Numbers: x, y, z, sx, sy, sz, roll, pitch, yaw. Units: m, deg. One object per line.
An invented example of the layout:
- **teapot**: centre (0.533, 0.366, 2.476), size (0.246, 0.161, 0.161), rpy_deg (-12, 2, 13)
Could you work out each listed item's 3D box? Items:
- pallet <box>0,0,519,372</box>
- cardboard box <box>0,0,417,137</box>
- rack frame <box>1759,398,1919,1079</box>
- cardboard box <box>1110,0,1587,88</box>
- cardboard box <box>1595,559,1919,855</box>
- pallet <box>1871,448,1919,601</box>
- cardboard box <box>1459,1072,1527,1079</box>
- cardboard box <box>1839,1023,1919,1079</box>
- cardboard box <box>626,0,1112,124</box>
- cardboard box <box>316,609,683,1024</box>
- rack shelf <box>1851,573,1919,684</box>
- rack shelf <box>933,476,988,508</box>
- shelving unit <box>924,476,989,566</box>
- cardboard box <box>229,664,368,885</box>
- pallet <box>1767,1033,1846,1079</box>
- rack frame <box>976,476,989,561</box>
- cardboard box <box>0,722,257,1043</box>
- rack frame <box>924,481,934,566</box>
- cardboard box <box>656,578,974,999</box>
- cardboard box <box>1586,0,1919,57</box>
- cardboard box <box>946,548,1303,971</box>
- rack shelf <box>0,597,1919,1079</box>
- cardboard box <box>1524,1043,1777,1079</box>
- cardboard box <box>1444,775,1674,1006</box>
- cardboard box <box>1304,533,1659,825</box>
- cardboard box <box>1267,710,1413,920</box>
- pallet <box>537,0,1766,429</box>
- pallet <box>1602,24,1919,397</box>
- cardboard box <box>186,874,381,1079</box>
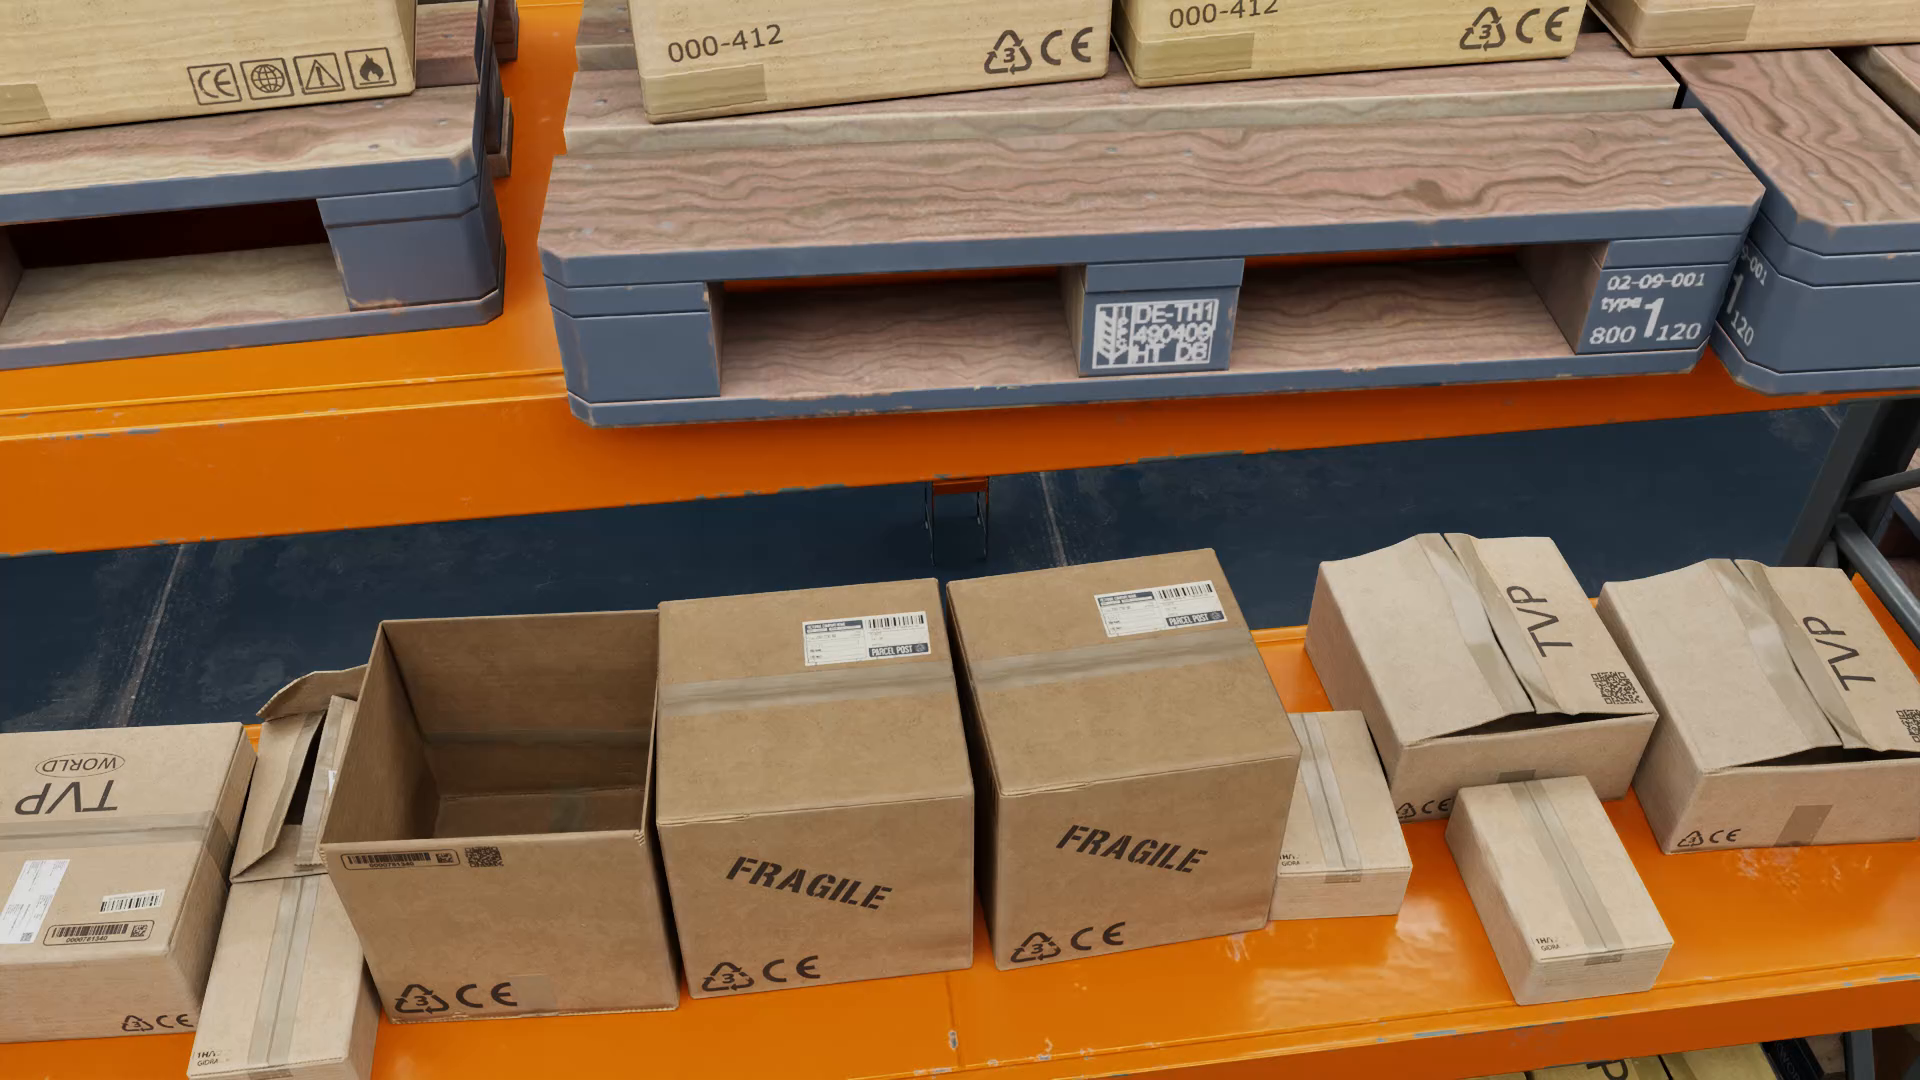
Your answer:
- **pallet**: centre (-1.166, -0.510, 1.979), size (1.217, 0.209, 0.805), rpy_deg (-7, 42, -7)
- **cardboard box**: centre (-0.883, -0.693, 1.838), size (0.500, 0.250, 0.500), rpy_deg (-9, 43, -10)
- **rack frame**: centre (1.927, 0.271, 3.211), size (0.127, 3.000, 1.000), rpy_deg (-5, 42, -6)
- **cardboard box**: centre (0.399, -0.767, 1.920), size (0.500, 0.250, 0.500), rpy_deg (-6, 42, -6)
- **cardboard box**: centre (1.561, 0.306, 3.238), size (0.500, 0.311, 0.500), rpy_deg (-3, 42, -3)
- **pallet**: centre (2.590, 0.236, 3.392), size (1.003, 0.211, 1.213), rpy_deg (-5, 42, -6)
- **cardboard box**: centre (0.925, 1.186, 3.516), size (0.500, 0.311, 0.500), rpy_deg (-6, 42, -6)
- **cardboard box**: centre (2.416, 1.186, 3.734), size (0.500, 0.500, 0.500), rpy_deg (-3, 42, -4)
- **cardboard box**: centre (-0.135, -0.722, 1.869), size (0.500, 0.250, 0.500), rpy_deg (-8, 43, -9)
- **cardboard box**: centre (-0.753, 0.479, 2.905), size (0.500, 0.500, 0.500), rpy_deg (-2, 42, -2)
- **rack shelf**: centre (3.910, 0.364, 3.644), size (4.000, 0.370, 1.077), rpy_deg (-5, 42, -6)
- **rack shelf**: centre (-0.014, -0.233, 5.537), size (0.180, 0.103, 0.258), rpy_deg (-5, 42, -6)
- **shelving unit**: centre (-0.014, -0.444, 5.347), size (0.189, 1.200, 0.258), rpy_deg (-5, 42, -6)
- **cardboard box**: centre (-1.191, 0.469, 3.090), size (0.258, 0.266, 0.396), rpy_deg (-6, 42, -7)
- **pallet**: centre (2.672, 1.266, 4.189), size (1.213, 0.211, 1.003), rpy_deg (-5, 42, -6)
- **rack frame**: centre (0.076, -0.452, 5.356), size (0.006, 1.200, 0.240), rpy_deg (-5, 42, -6)
- **cardboard box**: centre (-1.556, 0.602, 2.955), size (0.500, 0.250, 0.500), rpy_deg (-3, 42, -3)
- **rack frame**: centre (-0.105, -0.436, 5.338), size (0.006, 1.200, 0.240), rpy_deg (-5, 42, -6)
- **cardboard box**: centre (-0.256, 0.436, 2.953), size (0.500, 0.500, 0.500), rpy_deg (-5, 42, -5)
- **cardboard box**: centre (0.967, -0.809, 1.967), size (0.500, 0.250, 0.500), rpy_deg (-4, 42, -4)
- **cardboard box**: centre (0.266, 0.390, 3.004), size (0.500, 0.500, 0.500), rpy_deg (-7, 43, -8)
- **rack shelf**: centre (-0.056, 0.711, 3.259), size (4.000, 0.370, 1.077), rpy_deg (-5, 42, -6)
- **cardboard box**: centre (1.440, 1.136, 3.571), size (0.500, 0.311, 0.500), rpy_deg (-4, 42, -4)
- **cardboard box**: centre (1.071, 0.625, 3.005), size (0.250, 0.149, 0.380), rpy_deg (-5, 42, -6)
- **cardboard box**: centre (1.015, 0.253, 3.297), size (0.500, 0.311, 0.500), rpy_deg (-5, 42, -6)
- **cardboard box**: centre (0.670, 0.512, 3.130), size (0.250, 0.149, 0.380), rpy_deg (-2, 42, -2)
- **pallet**: centre (0.157, -0.556, 2.028), size (1.213, 0.211, 1.003), rpy_deg (-3, 42, -4)
- **pallet**: centre (1.266, -0.655, 2.138), size (1.003, 0.211, 1.213), rpy_deg (-3, 42, -4)
- **cardboard box**: centre (-1.134, 0.770, 2.844), size (0.250, 0.149, 0.380), rpy_deg (-5, 42, -6)
